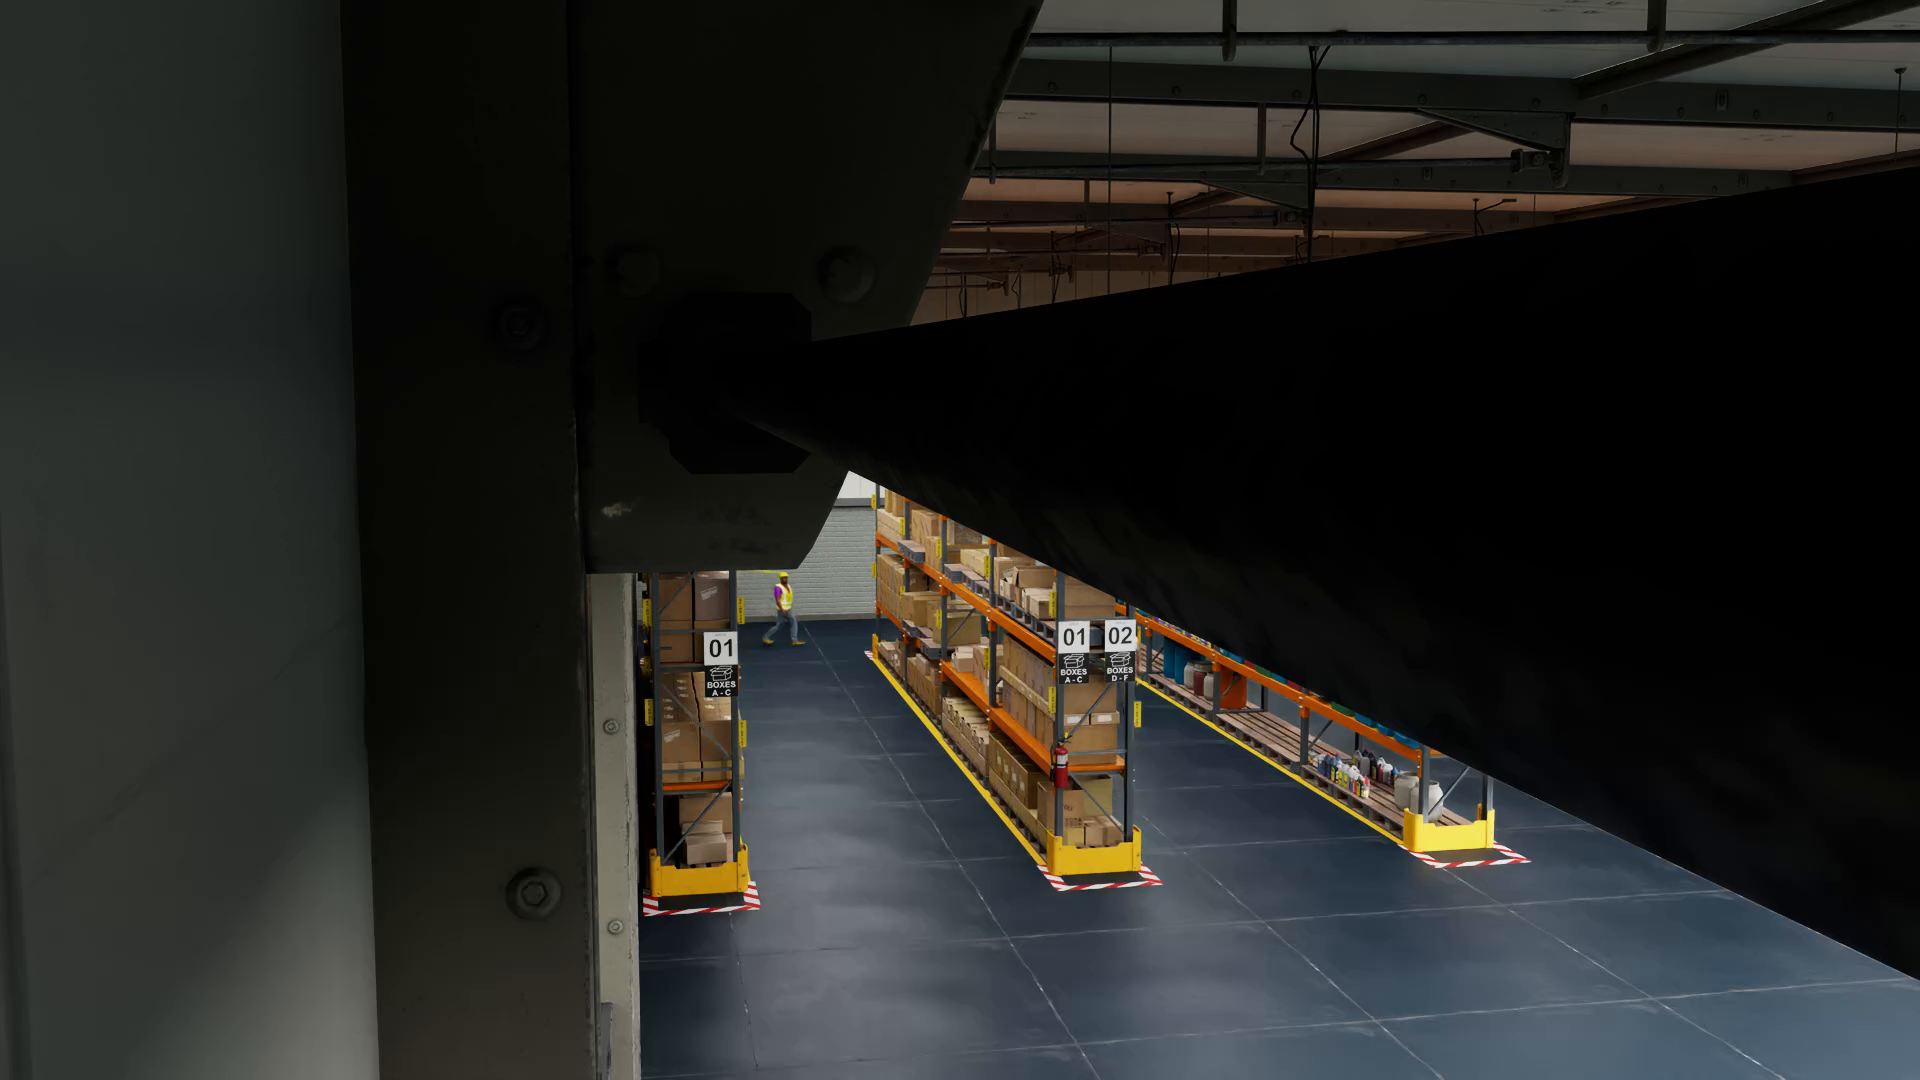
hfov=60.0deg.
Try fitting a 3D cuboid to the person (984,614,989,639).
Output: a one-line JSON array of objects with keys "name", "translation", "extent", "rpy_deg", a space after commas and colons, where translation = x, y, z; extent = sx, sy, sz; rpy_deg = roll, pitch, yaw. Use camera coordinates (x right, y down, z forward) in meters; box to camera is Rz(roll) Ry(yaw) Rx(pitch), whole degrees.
[{"name": "person", "translation": [0.752, 1.706, 36.316], "extent": [0.447, 1.797, 0.563], "rpy_deg": [5, 7, 38]}]

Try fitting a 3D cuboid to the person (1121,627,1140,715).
[{"name": "person", "translation": [3.059, 2.328, 30.756], "extent": [0.514, 1.676, 0.745], "rpy_deg": [2, 6, 23]}]

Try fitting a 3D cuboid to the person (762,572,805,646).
[{"name": "person", "translation": [-4.051, 1.581, 37.992], "extent": [0.969, 1.724, 0.642], "rpy_deg": [1, 6, 7]}]
